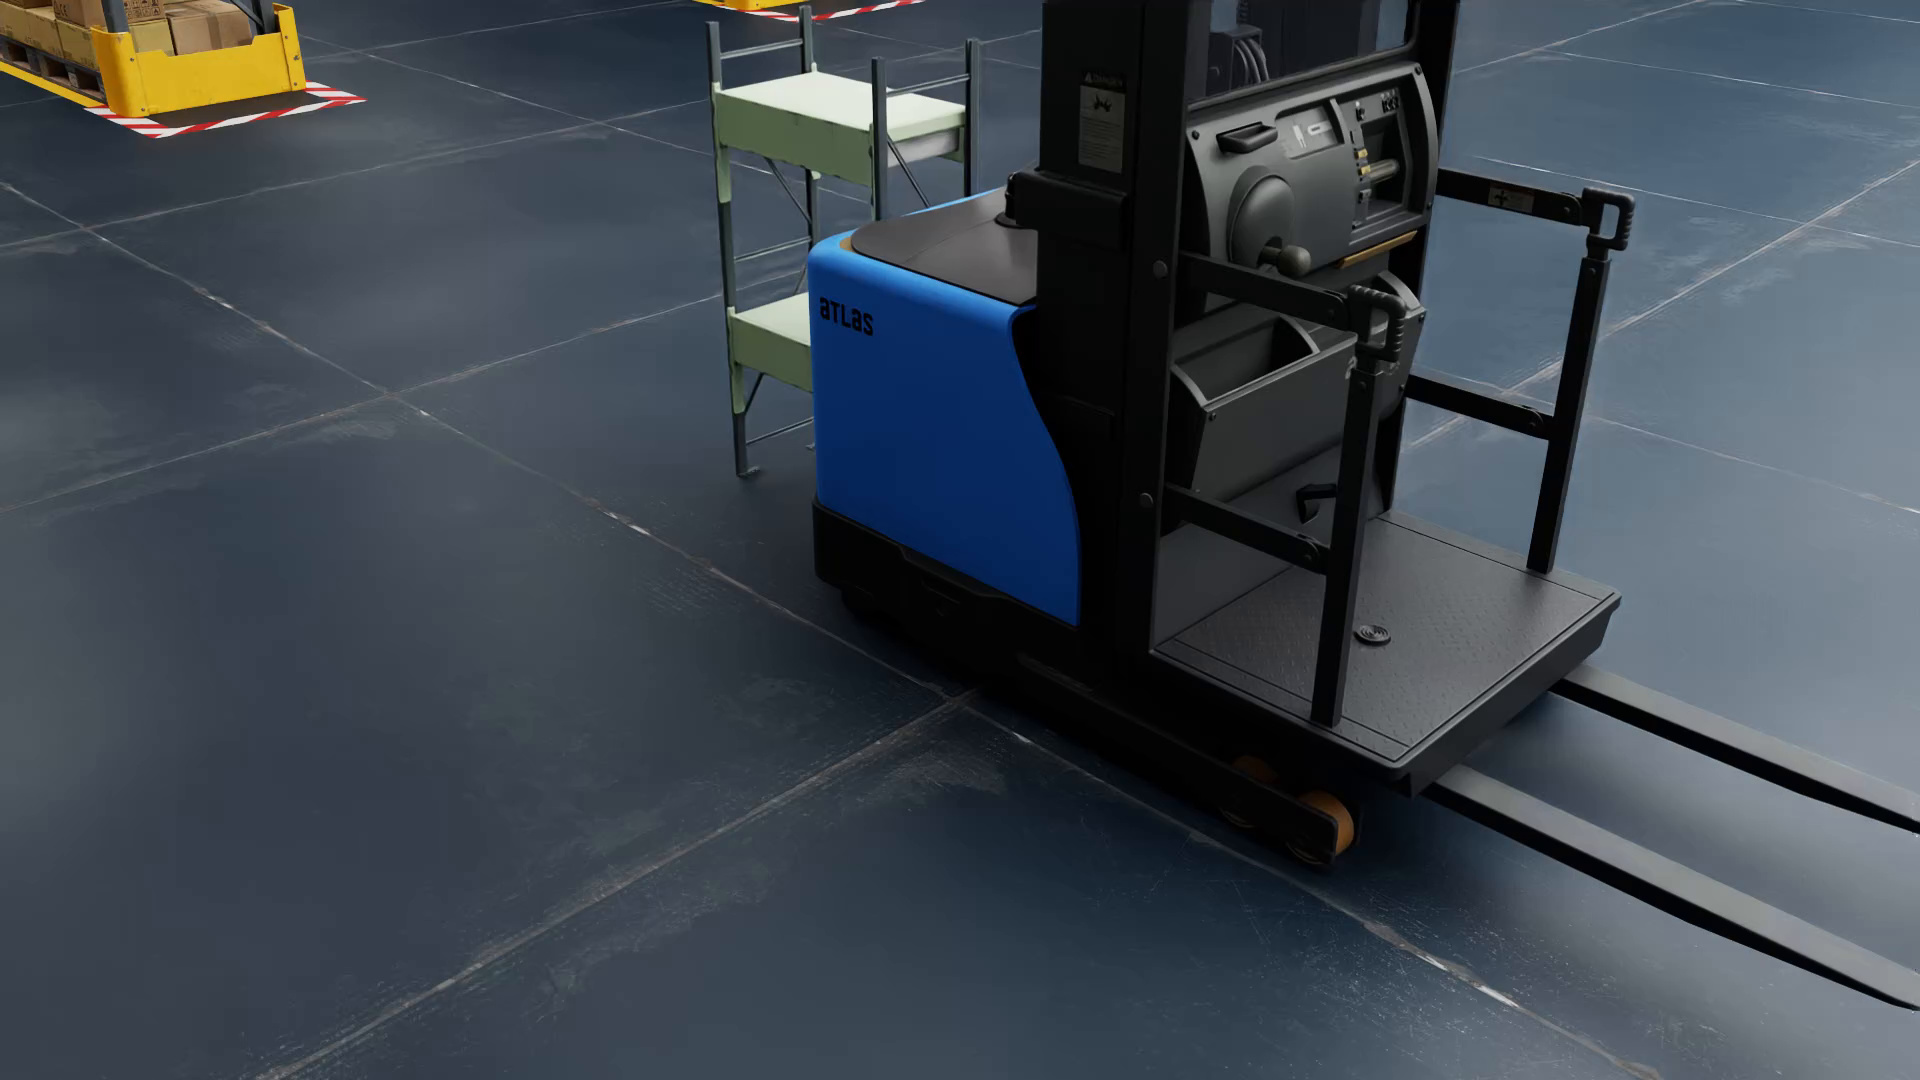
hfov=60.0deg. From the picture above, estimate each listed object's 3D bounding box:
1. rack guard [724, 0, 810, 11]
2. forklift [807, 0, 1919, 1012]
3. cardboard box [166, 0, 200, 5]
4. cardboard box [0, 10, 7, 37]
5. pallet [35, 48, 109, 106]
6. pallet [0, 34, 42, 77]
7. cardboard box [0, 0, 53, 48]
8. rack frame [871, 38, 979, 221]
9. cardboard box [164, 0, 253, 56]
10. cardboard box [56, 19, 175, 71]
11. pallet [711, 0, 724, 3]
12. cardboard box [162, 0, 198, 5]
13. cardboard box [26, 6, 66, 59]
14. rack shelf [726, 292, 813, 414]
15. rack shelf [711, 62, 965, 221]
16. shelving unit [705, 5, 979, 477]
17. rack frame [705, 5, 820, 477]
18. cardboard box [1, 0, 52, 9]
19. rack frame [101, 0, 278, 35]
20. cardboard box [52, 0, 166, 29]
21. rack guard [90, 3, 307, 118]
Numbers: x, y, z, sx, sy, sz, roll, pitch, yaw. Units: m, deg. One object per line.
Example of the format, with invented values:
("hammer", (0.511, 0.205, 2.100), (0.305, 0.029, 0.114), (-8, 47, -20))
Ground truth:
("rack guard", (-1.406, -4.696, 13.644), (0.348, 0.500, 1.175), (25, 36, 38))
("forklift", (0.972, -0.825, 3.669), (3.031, 2.935, 1.130), (25, 36, 38))
("cardboard box", (-5.380, -3.530, 11.244), (0.500, 0.250, 0.500), (25, 36, 38))
("cardboard box", (-6.462, -3.682, 11.532), (0.500, 0.250, 0.500), (25, 36, 38))
("pallet", (-5.369, -3.152, 11.018), (1.213, 0.211, 1.003), (25, 36, 38))
("pallet", (-6.235, -3.550, 11.775), (1.213, 0.211, 1.003), (25, 36, 38))
("cardboard box", (-6.107, -3.518, 11.221), (0.500, 0.250, 0.500), (25, 36, 38))
("rack frame", (-0.094, -0.707, 4.983), (0.023, 1.500, 0.400), (25, 36, 38))
("cardboard box", (-5.021, -3.368, 10.936), (0.500, 0.250, 0.500), (25, 36, 38))
("cardboard box", (-5.384, -3.196, 10.609), (0.500, 0.250, 0.500), (25, 36, 38))
("pallet", (-1.982, -4.835, 14.219), (1.213, 0.211, 1.003), (25, 36, 38))
("cardboard box", (-5.379, -3.863, 11.071), (0.500, 0.500, 0.500), (25, 36, 38))
("cardboard box", (-5.749, -3.356, 10.912), (0.500, 0.250, 0.500), (25, 36, 38))
("rack shelf", (-0.354, -0.538, 5.362), (0.720, 0.370, 0.431), (25, 36, 38))
("rack shelf", (-0.354, -1.172, 5.029), (0.720, 0.370, 0.431), (25, 36, 38))
("shelving unit", (-0.354, -0.827, 5.210), (0.755, 1.500, 0.431), (25, 36, 38))
("rack frame", (-0.614, -0.946, 5.438), (0.023, 1.500, 0.400), (25, 36, 38))
("cardboard box", (-6.109, -3.849, 11.045), (0.500, 0.500, 0.500), (25, 36, 38))
("rack frame", (-4.794, -4.151, 9.921), (0.127, 3.000, 1.000), (25, 36, 38))
("cardboard box", (-5.385, -3.528, 10.433), (0.500, 0.500, 0.500), (25, 36, 38))
("rack guard", (-4.777, -3.036, 10.487), (0.348, 0.500, 1.175), (25, 36, 38))
